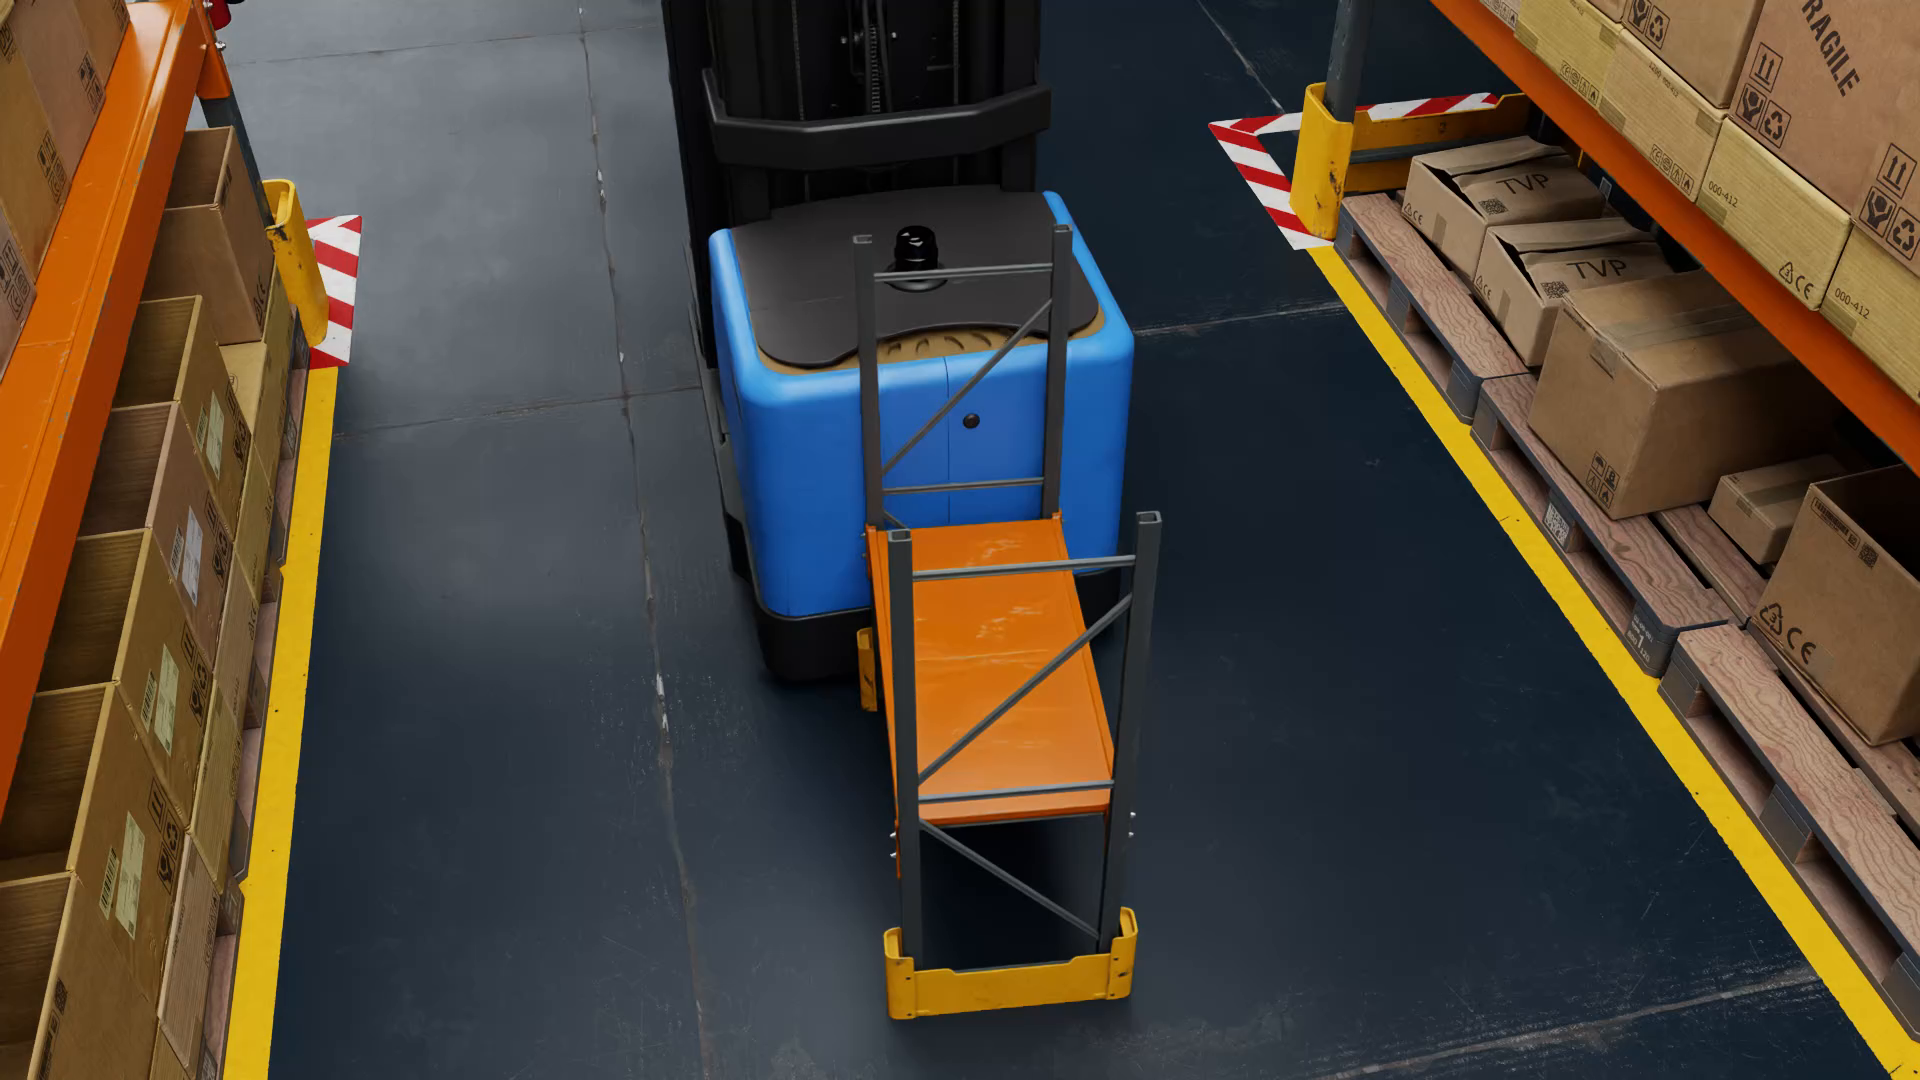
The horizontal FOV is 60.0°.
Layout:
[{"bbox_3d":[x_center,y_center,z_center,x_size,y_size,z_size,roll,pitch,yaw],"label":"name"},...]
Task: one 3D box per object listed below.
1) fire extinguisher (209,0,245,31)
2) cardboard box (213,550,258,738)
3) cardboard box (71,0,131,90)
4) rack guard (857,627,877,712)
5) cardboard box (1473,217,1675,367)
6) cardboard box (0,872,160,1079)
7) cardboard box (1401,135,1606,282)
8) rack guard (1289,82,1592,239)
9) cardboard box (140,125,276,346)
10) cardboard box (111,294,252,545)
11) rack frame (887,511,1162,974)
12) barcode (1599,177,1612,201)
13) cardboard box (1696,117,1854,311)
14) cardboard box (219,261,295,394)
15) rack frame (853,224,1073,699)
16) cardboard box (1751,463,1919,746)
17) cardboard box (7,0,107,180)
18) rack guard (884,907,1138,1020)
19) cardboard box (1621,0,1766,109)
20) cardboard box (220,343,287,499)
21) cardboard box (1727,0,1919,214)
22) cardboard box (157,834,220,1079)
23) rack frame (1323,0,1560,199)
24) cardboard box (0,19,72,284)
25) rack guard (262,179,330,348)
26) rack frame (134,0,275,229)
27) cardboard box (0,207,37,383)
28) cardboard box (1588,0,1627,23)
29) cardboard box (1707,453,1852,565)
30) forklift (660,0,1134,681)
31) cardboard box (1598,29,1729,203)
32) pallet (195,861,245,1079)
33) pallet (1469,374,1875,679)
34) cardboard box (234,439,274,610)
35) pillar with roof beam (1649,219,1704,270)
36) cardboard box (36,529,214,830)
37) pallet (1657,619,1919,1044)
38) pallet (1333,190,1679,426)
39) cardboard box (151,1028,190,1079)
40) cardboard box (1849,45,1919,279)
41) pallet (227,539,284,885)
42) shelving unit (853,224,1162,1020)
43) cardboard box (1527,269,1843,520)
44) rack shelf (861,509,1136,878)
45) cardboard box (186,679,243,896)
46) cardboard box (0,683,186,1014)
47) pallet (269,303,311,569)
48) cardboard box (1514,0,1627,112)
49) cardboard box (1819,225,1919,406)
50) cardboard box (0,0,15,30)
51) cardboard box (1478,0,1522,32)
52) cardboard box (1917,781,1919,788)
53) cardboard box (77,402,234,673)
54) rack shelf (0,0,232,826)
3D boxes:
[{"bbox_3d":[-2.483,-1.951,5.247,0.296,0.674,0.183,-8,42,-9],"label":"fire extinguisher"},{"bbox_3d":[-2.171,0.310,4.396,0.500,0.250,0.500,-8,42,-9],"label":"cardboard box"},{"bbox_3d":[-2.823,-1.570,4.684,0.700,0.500,0.500,-8,42,-9],"label":"cardboard box"},{"bbox_3d":[0.010,0.345,4.673,0.587,0.250,0.087,-4,42,-5],"label":"rack guard"},{"bbox_3d":[2.110,-0.877,5.673,0.500,0.311,0.500,-5,42,-6],"label":"cardboard box"},{"bbox_3d":[-1.842,1.001,3.053,0.500,0.500,0.500,-8,42,-9],"label":"cardboard box"},{"bbox_3d":[1.987,-1.247,6.089,0.500,0.311,0.500,-13,43,-14],"label":"cardboard box"},{"bbox_3d":[1.941,-1.565,6.637,1.175,0.500,0.348,-8,42,-9],"label":"rack guard"},{"bbox_3d":[-2.505,-0.941,5.241,0.500,0.500,0.500,-8,42,-9],"label":"cardboard box"},{"bbox_3d":[-2.275,-0.295,4.513,0.500,0.500,0.500,-8,42,-9],"label":"cardboard box"},{"bbox_3d":[0.118,0.536,3.517,0.500,1.500,0.032,-4,42,-5],"label":"rack frame"},{"bbox_3d":[2.381,-1.296,6.137,0.001,0.075,0.075,-8,42,-9],"label":"barcode"},{"bbox_3d":[2.167,-0.819,4.012,0.500,0.250,0.500,-9,42,-10],"label":"cardboard box"},{"bbox_3d":[-2.507,-0.661,5.490,0.500,0.250,0.500,-8,42,-9],"label":"cardboard box"},{"bbox_3d":[0.008,-0.135,4.273,0.500,1.500,0.032,-4,42,-5],"label":"rack frame"},{"bbox_3d":[2.525,0.147,4.377,0.500,0.500,0.500,-11,43,-12],"label":"cardboard box"},{"bbox_3d":[-2.705,-1.230,4.301,0.700,0.500,0.500,-7,42,-8],"label":"cardboard box"},{"bbox_3d":[0.118,1.002,3.933,0.587,0.250,0.087,-4,42,-5],"label":"rack guard"},{"bbox_3d":[2.060,-1.438,4.144,0.500,0.500,0.500,-7,42,-8],"label":"cardboard box"},{"bbox_3d":[-2.387,-0.338,5.126,0.500,0.250,0.500,-8,42,-9],"label":"cardboard box"},{"bbox_3d":[2.173,-1.101,3.764,0.500,0.500,0.500,-9,42,-11],"label":"cardboard box"},{"bbox_3d":[-1.955,0.958,3.666,0.500,0.250,0.500,-8,42,-9],"label":"cardboard box"},{"bbox_3d":[1.925,-2.549,5.862,1.000,3.000,0.127,-8,42,-9],"label":"rack frame"},{"bbox_3d":[-2.603,-0.908,3.938,0.700,0.500,0.500,-8,42,-9],"label":"cardboard box"},{"bbox_3d":[-2.916,-0.918,5.907,1.175,0.500,0.348,-8,42,-9],"label":"rack guard"},{"bbox_3d":[-2.911,-1.837,5.060,1.000,3.000,0.127,-8,42,-9],"label":"rack frame"},{"bbox_3d":[-2.486,-0.567,3.554,0.700,0.500,0.500,-7,42,-8],"label":"cardboard box"},{"bbox_3d":[1.937,-1.771,4.519,0.500,0.500,0.500,-10,42,-11],"label":"cardboard box"},{"bbox_3d":[2.463,-0.094,4.913,0.380,0.149,0.250,-12,43,-13],"label":"cardboard box"},{"bbox_3d":[-0.359,-1.688,4.944,1.130,2.935,3.031,-9,42,-9],"label":"forklift"},{"bbox_3d":[2.057,-1.145,4.379,0.500,0.250,0.500,-8,42,-9],"label":"cardboard box"},{"bbox_3d":[-2.178,1.277,3.652,1.003,0.211,1.213,-8,42,-9],"label":"pallet"},{"bbox_3d":[2.342,-0.136,5.245,1.003,0.211,1.213,-8,42,-9],"label":"pallet"},{"bbox_3d":[-2.277,-0.014,4.762,0.500,0.250,0.500,-8,42,-9],"label":"cardboard box"},{"bbox_3d":[-1.283,-3.846,2.804,9.100,9.000,0.400,-8,42,-9],"label":"pillar with roof beam"},{"bbox_3d":[-2.058,0.353,3.783,0.500,0.500,0.500,-8,42,-9],"label":"cardboard box"},{"bbox_3d":[2.609,0.656,4.352,1.003,0.211,1.213,-8,42,-9],"label":"pallet"},{"bbox_3d":[2.082,-0.926,6.134,1.003,0.211,1.213,-8,42,-9],"label":"pallet"},{"bbox_3d":[-1.852,1.283,3.300,0.500,0.250,0.500,-8,42,-9],"label":"cardboard box"},{"bbox_3d":[2.271,-0.773,3.395,0.500,0.500,0.500,-9,42,-10],"label":"cardboard box"},{"bbox_3d":[-2.445,0.485,4.545,1.003,0.211,1.213,-8,42,-9],"label":"pallet"},{"bbox_3d":[0.064,0.206,3.888,0.587,1.500,1.083,-4,42,-5],"label":"shelving unit"},{"bbox_3d":[2.219,-0.465,5.066,0.700,0.500,0.500,-11,43,-12],"label":"cardboard box"},{"bbox_3d":[0.063,0.335,4.014,0.538,0.185,1.000,-4,42,-5],"label":"rack shelf"},{"bbox_3d":[-2.058,0.633,4.032,0.500,0.250,0.500,-8,42,-9],"label":"cardboard box"},{"bbox_3d":[-1.958,0.678,3.417,0.500,0.500,0.500,-8,42,-9],"label":"cardboard box"},{"bbox_3d":[-2.705,-0.305,5.434,1.003,0.211,1.213,-8,42,-9],"label":"pallet"},{"bbox_3d":[1.951,-1.473,4.748,0.500,0.250,0.500,-9,42,-10],"label":"cardboard box"},{"bbox_3d":[2.291,-0.496,3.647,0.500,0.250,0.500,-8,42,-9],"label":"cardboard box"},{"bbox_3d":[-2.420,-1.228,3.810,0.380,0.149,0.250,-7,42,-8],"label":"cardboard box"},{"bbox_3d":[1.846,-1.804,5.121,0.500,0.250,0.500,-10,42,-11],"label":"cardboard box"},{"bbox_3d":[2.644,0.596,4.122,0.380,0.166,0.250,-14,43,-15],"label":"cardboard box"},{"bbox_3d":[-2.168,0.029,4.148,0.500,0.500,0.500,-8,42,-9],"label":"cardboard box"},{"bbox_3d":[-2.479,-0.272,3.838,1.077,0.370,4.000,-8,42,-9],"label":"rack shelf"}]
